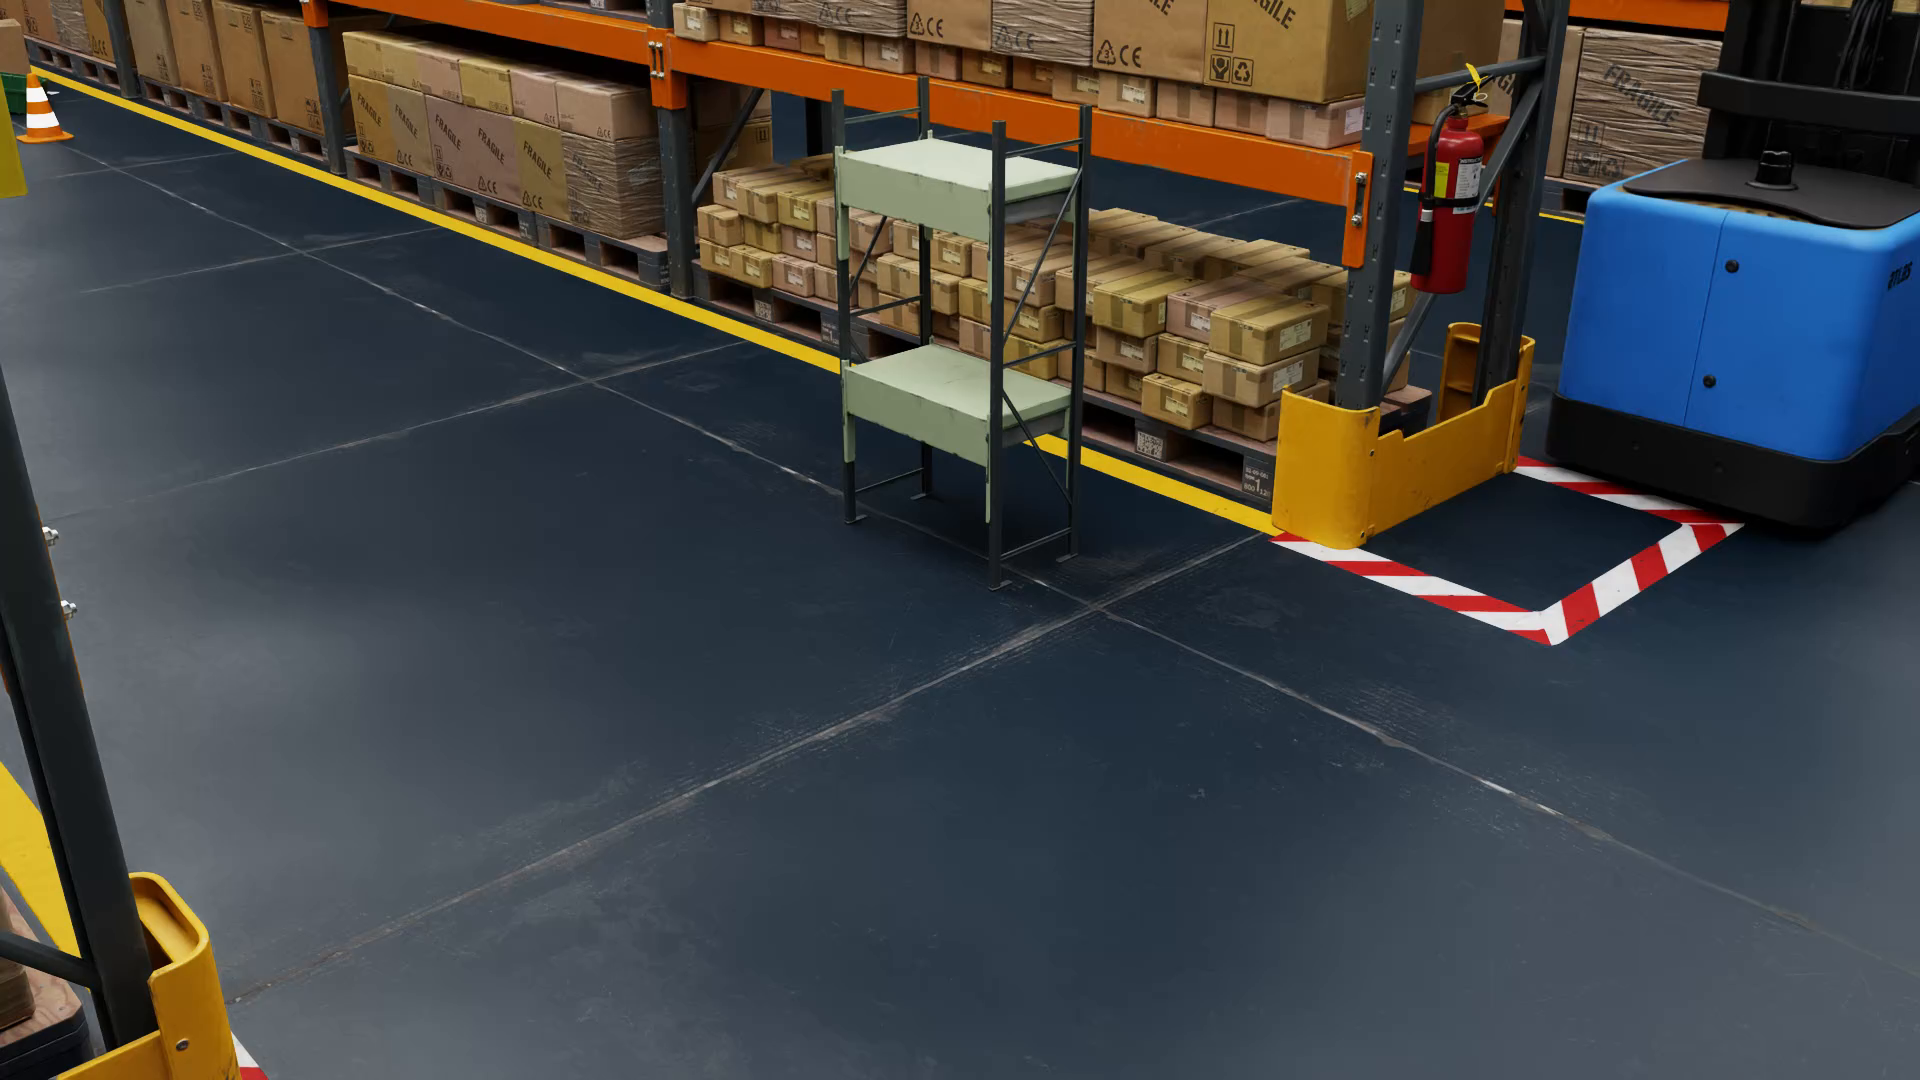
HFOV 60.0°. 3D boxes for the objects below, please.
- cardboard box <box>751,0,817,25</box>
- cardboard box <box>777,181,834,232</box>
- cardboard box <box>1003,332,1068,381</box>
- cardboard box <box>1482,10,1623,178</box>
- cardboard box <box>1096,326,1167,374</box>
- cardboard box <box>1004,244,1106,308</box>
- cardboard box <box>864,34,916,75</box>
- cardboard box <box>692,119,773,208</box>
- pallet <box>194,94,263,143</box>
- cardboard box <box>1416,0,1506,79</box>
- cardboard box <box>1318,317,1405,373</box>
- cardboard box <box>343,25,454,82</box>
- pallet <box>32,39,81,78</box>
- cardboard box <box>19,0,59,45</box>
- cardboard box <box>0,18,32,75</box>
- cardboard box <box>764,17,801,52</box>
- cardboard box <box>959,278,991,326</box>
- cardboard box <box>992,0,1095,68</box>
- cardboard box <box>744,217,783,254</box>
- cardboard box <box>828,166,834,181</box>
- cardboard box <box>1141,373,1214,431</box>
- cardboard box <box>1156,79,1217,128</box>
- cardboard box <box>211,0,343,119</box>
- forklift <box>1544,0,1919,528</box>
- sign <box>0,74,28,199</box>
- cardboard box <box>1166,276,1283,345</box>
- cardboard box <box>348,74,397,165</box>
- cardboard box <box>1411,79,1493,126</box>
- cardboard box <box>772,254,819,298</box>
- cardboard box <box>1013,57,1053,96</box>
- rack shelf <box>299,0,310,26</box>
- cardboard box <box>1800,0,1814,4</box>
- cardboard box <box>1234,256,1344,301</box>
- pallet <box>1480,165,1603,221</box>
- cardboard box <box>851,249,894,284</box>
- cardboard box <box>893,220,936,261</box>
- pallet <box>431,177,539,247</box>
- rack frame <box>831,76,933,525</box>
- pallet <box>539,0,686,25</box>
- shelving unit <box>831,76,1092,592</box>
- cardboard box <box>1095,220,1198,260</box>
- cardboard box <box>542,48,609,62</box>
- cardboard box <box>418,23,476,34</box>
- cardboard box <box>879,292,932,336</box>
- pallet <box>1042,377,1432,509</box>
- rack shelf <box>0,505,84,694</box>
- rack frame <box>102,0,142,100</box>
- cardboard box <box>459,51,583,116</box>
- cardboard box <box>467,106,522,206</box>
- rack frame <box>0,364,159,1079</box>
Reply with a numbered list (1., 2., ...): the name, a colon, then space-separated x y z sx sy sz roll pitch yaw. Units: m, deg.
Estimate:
1. cardboard box: -0.568 -2.537 7.219 0.500 0.500 0.500 -21 32 -38
2. cardboard box: -0.628 -1.565 7.778 0.380 0.149 0.250 -22 32 -39
3. cardboard box: 0.390 -0.793 6.802 0.250 0.149 0.380 22 33 39
4. cardboard box: 3.631 -2.831 10.396 0.875 0.875 0.875 -21 32 -38
5. cardboard box: 0.742 -0.779 6.415 0.250 0.149 0.380 22 33 40
6. cardboard box: 0.366 -1.064 6.681 0.380 0.149 0.250 -20 31 -37
7. cardboard box: -0.176 -2.048 6.927 0.380 0.149 0.250 -20 31 -36
8. cardboard box: -1.378 -2.079 9.199 0.500 0.500 0.500 -20 31 -37
9. pallet: -5.114 -3.299 12.727 1.003 0.211 1.213 -21 32 -38
10. cardboard box: 1.562 -1.909 5.842 0.500 0.500 0.500 -19 31 -36
11. cardboard box: 1.497 -0.775 6.405 0.380 0.149 0.250 -20 31 -36
12. cardboard box: -3.506 -3.055 10.435 0.500 0.250 0.500 22 32 39
13. pallet: -7.835 -4.503 15.367 1.003 0.211 1.213 -21 32 -38
14. cardboard box: -8.154 -5.133 15.442 0.875 0.875 0.875 -22 32 -39
15. cardboard box: -8.344 -4.193 14.335 0.500 0.500 0.500 -15 29 -30
16. cardboard box: -0.660 -2.310 7.502 0.250 0.149 0.380 22 33 39
17. cardboard box: 0.217 -1.015 6.932 0.380 0.149 0.250 -19 31 -36
18. cardboard box: 0.471 -2.066 6.187 0.500 0.500 0.500 -21 32 -38
19. cardboard box: -0.814 -1.503 8.002 0.380 0.149 0.250 -21 32 -38
20. cardboard box: -0.430 -1.790 8.273 0.380 0.149 0.250 -21 32 -38
21. cardboard box: 0.906 -0.558 6.287 0.380 0.149 0.250 -20 31 -37
22. cardboard box: 0.913 -1.576 5.893 0.380 0.149 0.250 -22 32 -39
23. cardboard box: -4.751 -3.579 12.186 1.050 0.750 0.750 -21 32 -38
24. forklift: 3.612 -1.889 6.359 1.130 2.935 3.031 22 33 40
25. sign: -1.467 -0.665 2.455 0.100 0.325 0.005 -21 32 -38
26. cardboard box: 0.991 -0.860 6.232 0.380 0.149 0.250 -20 32 -37
27. cardboard box: -3.503 -2.705 10.571 0.500 0.500 0.500 22 33 40
28. cardboard box: 1.685 -1.591 5.926 0.380 0.149 0.250 -22 32 -39
29. cardboard box: -0.662 -1.277 7.865 0.380 0.149 0.250 -21 32 -39
30. cardboard box: 0.422 -1.834 6.458 0.250 0.149 0.380 22 33 40
31. rack shelf: -5.167 -4.216 12.245 1.077 0.370 4.000 -21 32 -38
32. cardboard box: 4.523 -2.946 8.896 0.380 0.149 0.250 -21 32 -38
33. cardboard box: 1.281 -0.983 6.503 0.380 0.149 0.250 -21 32 -38
34. pallet: 3.924 -2.211 10.343 1.003 0.211 1.213 -21 32 -38
35. cardboard box: -0.268 -1.267 7.484 0.380 0.149 0.250 -19 31 -36
36. cardboard box: -0.073 -1.333 7.269 0.250 0.149 0.380 22 33 40
37. pallet: -2.438 -2.062 10.017 1.003 0.211 1.213 -21 32 -38
38. rack frame: -0.255 -0.795 5.686 0.400 1.500 0.023 -21 32 -38
39. pallet: -1.483 -2.911 8.749 1.003 0.211 1.213 -21 32 -38
40. shelving unit: -0.005 -0.684 5.443 0.431 1.500 0.755 -21 32 -38
41. cardboard box: 0.790 -1.234 7.054 0.380 0.149 0.250 -20 31 -37
42. cardboard box: -2.090 -2.736 9.736 0.500 0.250 0.500 -20 31 -37
43. cardboard box: -3.142 -3.200 10.752 0.500 0.250 0.500 -22 33 -40
44. cardboard box: -0.136 -1.037 7.338 0.380 0.149 0.250 -22 33 -40
45. pallet: 1.086 -0.525 6.646 1.003 0.211 1.213 -21 32 -38
46. rack shelf: -3.244 -0.358 3.787 1.077 0.370 4.000 -21 32 -38
47. rack frame: -6.534 -5.150 13.424 1.000 3.000 0.127 -21 32 -38
48. cardboard box: -2.473 -2.590 9.417 0.500 0.250 0.500 22 33 39
49. cardboard box: -2.454 -2.245 9.562 0.500 0.500 0.500 -22 33 -40
50. rack frame: -1.879 -0.078 2.307 0.949 2.616 0.053 -21 32 -38
